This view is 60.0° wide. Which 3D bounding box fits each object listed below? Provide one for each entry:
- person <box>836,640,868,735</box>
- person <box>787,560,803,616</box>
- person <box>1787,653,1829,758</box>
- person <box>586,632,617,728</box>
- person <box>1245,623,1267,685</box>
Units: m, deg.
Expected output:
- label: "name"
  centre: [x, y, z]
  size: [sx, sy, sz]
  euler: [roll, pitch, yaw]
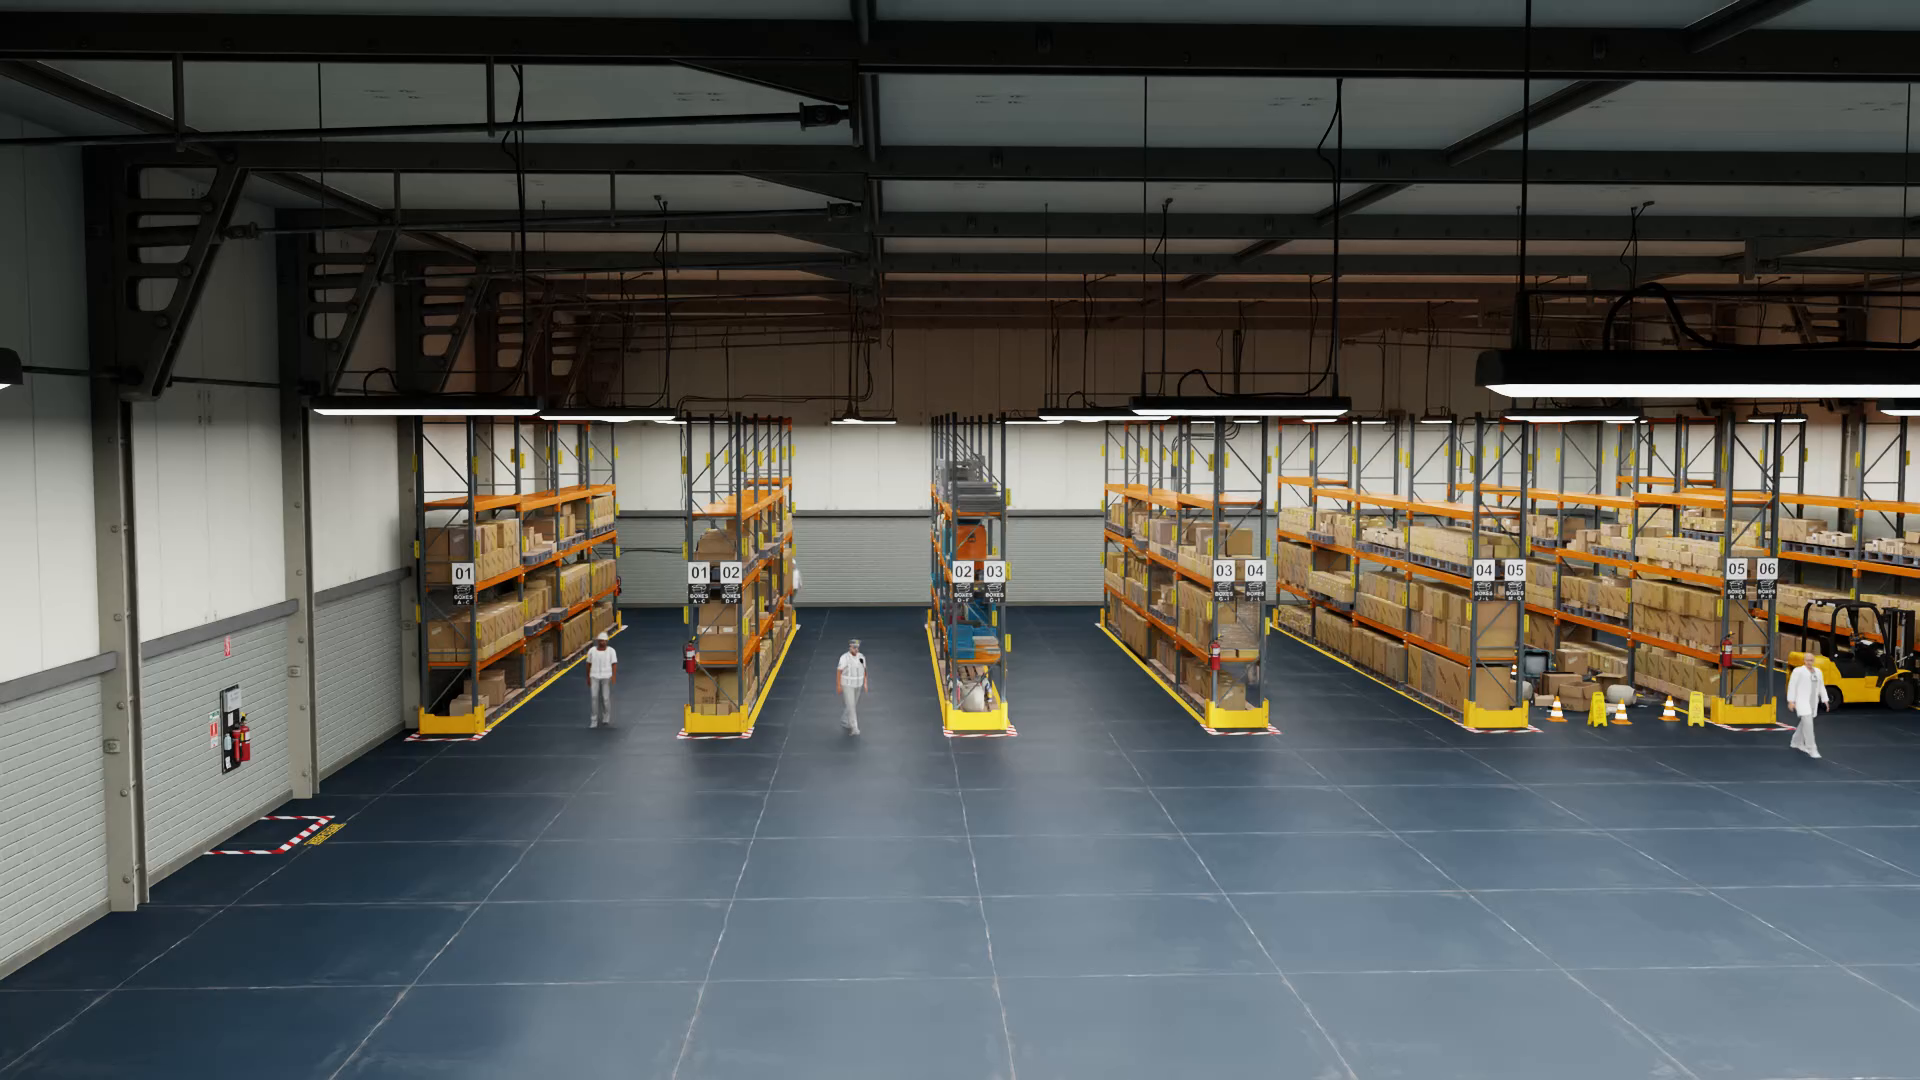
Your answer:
- label: "person"
  centre: [-1.993, 2.722, 31.186]
  size: [0.571, 1.706, 0.928]
  euler: [-3, 5, -41]
- label: "person"
  centre: [-5.063, 1.428, 50.167]
  size: [0.565, 1.707, 1.102]
  euler: [-2, 5, -31]
- label: "person"
  centre: [14.823, 2.882, 29.076]
  size: [0.607, 1.831, 0.802]
  euler: [-1, 4, -16]
- label: "person"
  centre: [-6.892, 2.685, 31.907]
  size: [0.595, 1.789, 0.685]
  euler: [-1, 4, -8]
- label: "person"
  centre: [6.532, 2.355, 36.893]
  size: [0.570, 1.722, 0.552]
  euler: [0, 4, 2]
